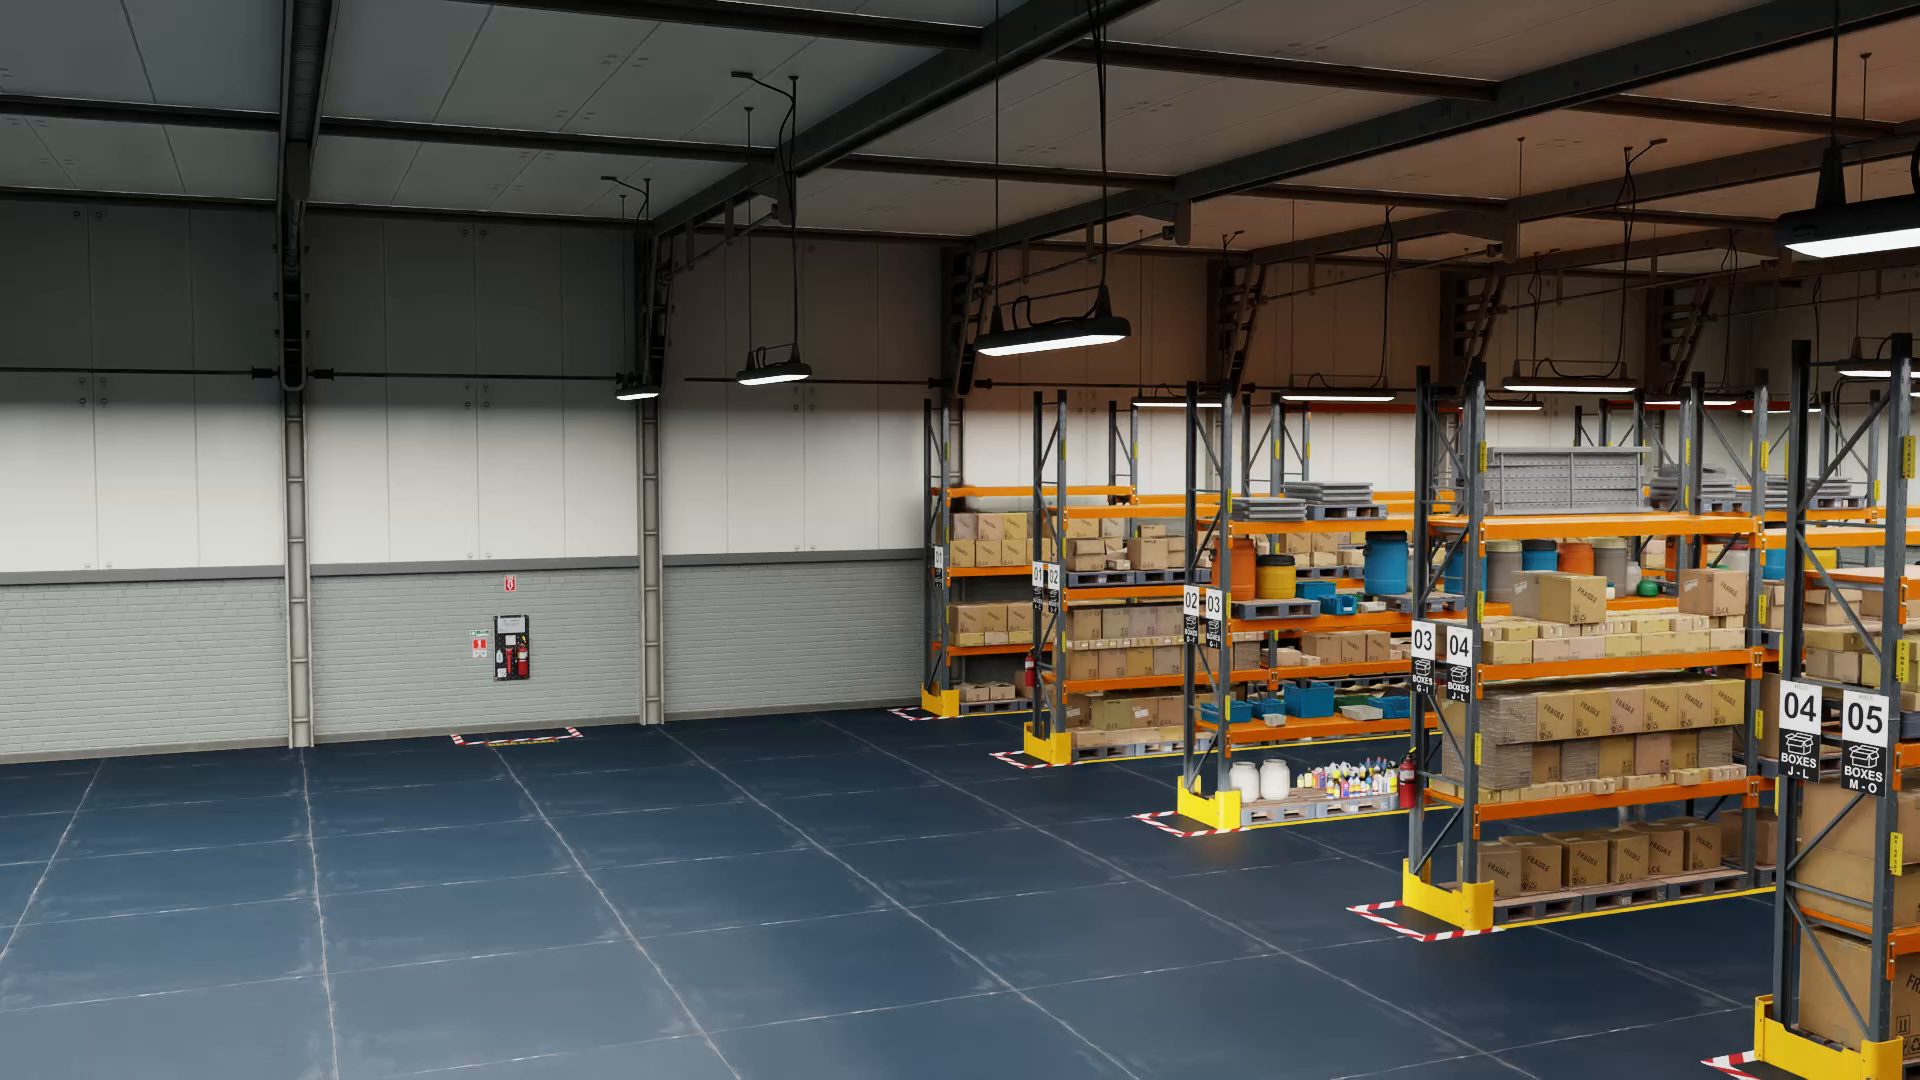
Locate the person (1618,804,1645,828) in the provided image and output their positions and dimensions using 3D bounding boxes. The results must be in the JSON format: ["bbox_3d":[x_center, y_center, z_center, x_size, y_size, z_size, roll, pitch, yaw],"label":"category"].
[{"bbox_3d":[8.688,3.048,21.628,0.520,1.691,0.475,-1,3,-14],"label":"person"}]
